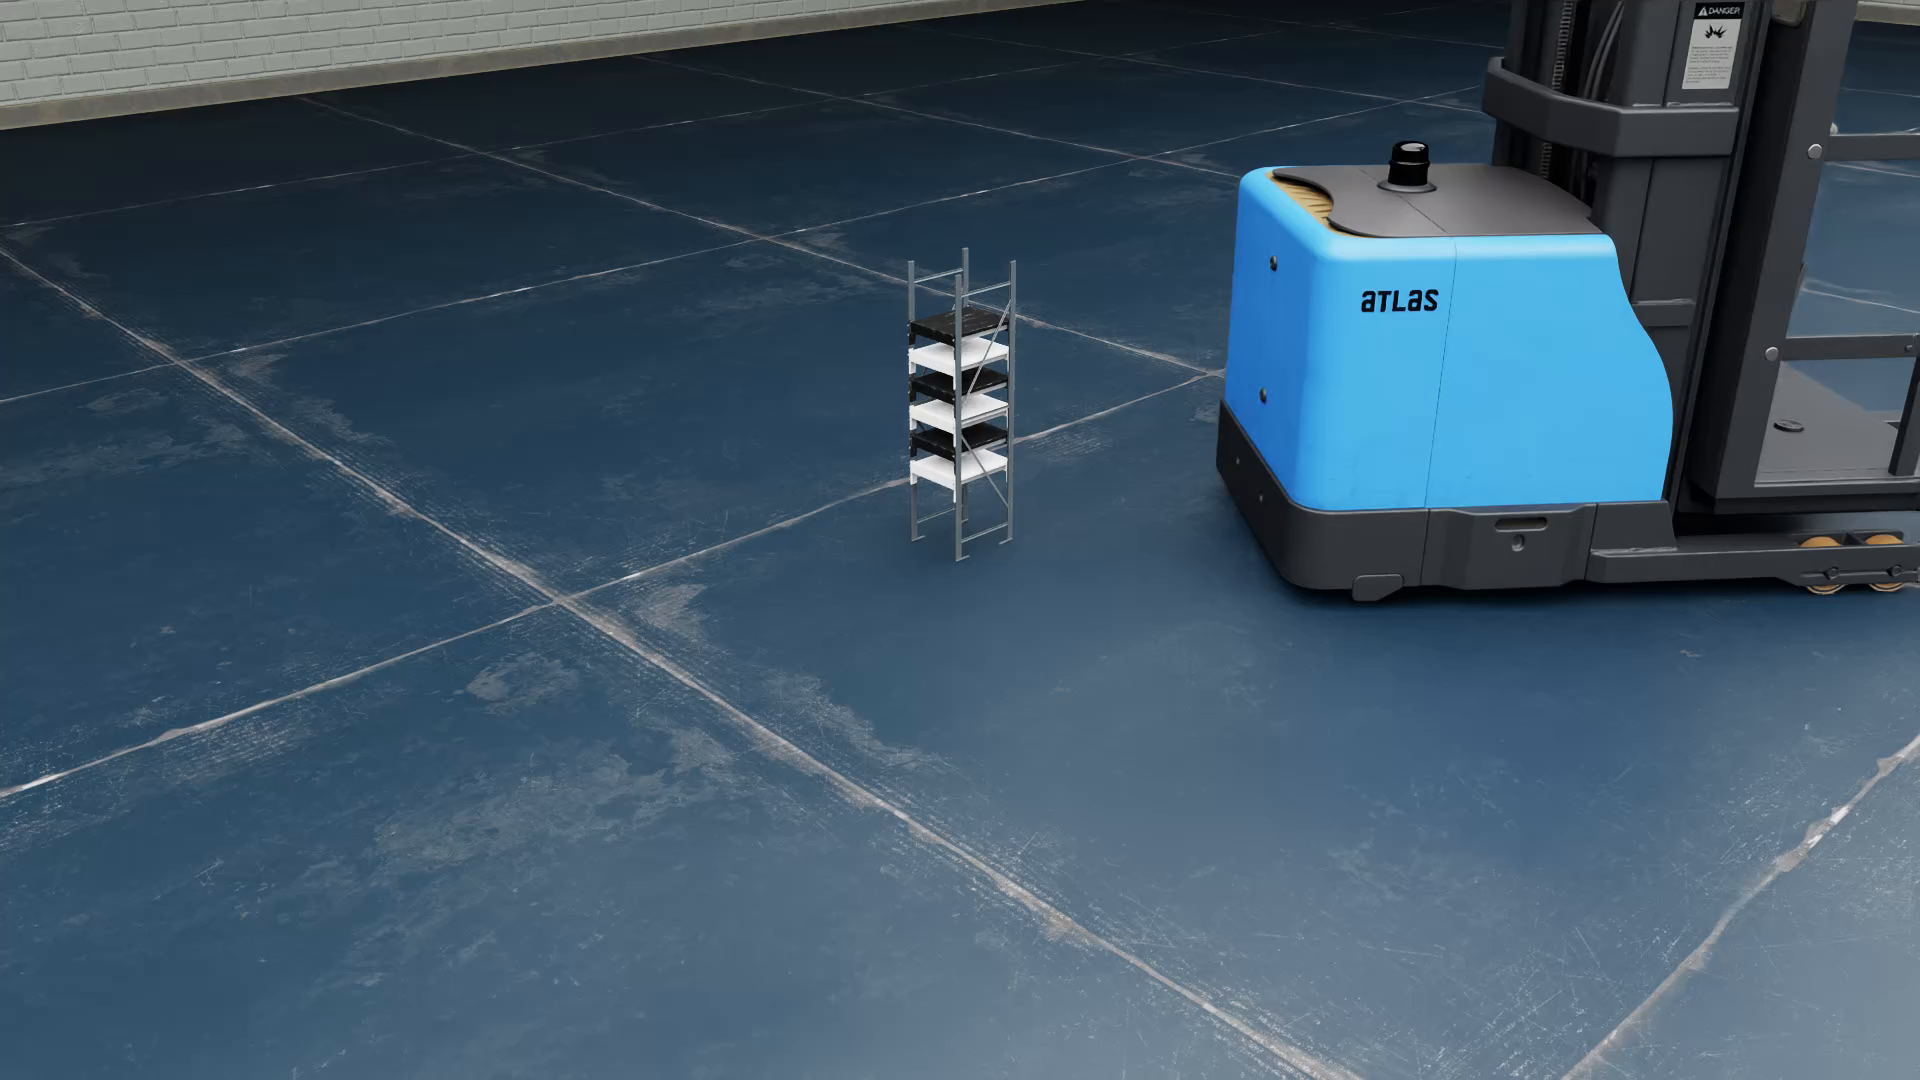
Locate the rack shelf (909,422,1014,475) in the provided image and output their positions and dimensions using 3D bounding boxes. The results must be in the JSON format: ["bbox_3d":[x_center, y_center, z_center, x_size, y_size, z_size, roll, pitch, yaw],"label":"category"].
[{"bbox_3d":[0.006,-0.295,5.109,0.258,0.077,0.200,-21,32,-38],"label":"rack shelf"}]

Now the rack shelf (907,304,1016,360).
[{"bbox_3d":[0.006,-0.622,4.960,0.258,0.077,0.200,-21,32,-38],"label":"rack shelf"}]

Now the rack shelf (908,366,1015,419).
[{"bbox_3d":[0.006,-0.459,5.034,0.258,0.077,0.200,-21,32,-38],"label":"rack shelf"}]

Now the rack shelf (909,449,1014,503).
[{"bbox_3d":[0.006,-0.213,5.146,0.258,0.077,0.200,-21,32,-38],"label":"rack shelf"}]

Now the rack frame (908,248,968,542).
[{"bbox_3d":[-0.064,-0.438,5.125,0.240,0.900,0.006,-21,32,-38],"label":"rack frame"}]

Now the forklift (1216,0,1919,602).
[{"bbox_3d":[2.410,-1.391,4.767,3.031,2.935,1.130,-2,25,-4],"label":"forklift"}]

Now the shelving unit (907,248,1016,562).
[{"bbox_3d":[0.006,-0.407,5.058,0.258,0.900,0.210,-21,32,-38],"label":"shelving unit"}]

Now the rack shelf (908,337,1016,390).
[{"bbox_3d":[0.006,-0.540,4.997,0.258,0.077,0.200,-21,32,-38],"label":"rack shelf"}]

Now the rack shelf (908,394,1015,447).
[{"bbox_3d":[0.006,-0.377,5.072,0.258,0.077,0.200,-21,32,-38],"label":"rack shelf"}]

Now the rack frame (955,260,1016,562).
[{"bbox_3d":[0.075,-0.376,4.990,0.240,0.900,0.006,-21,32,-38],"label":"rack frame"}]
